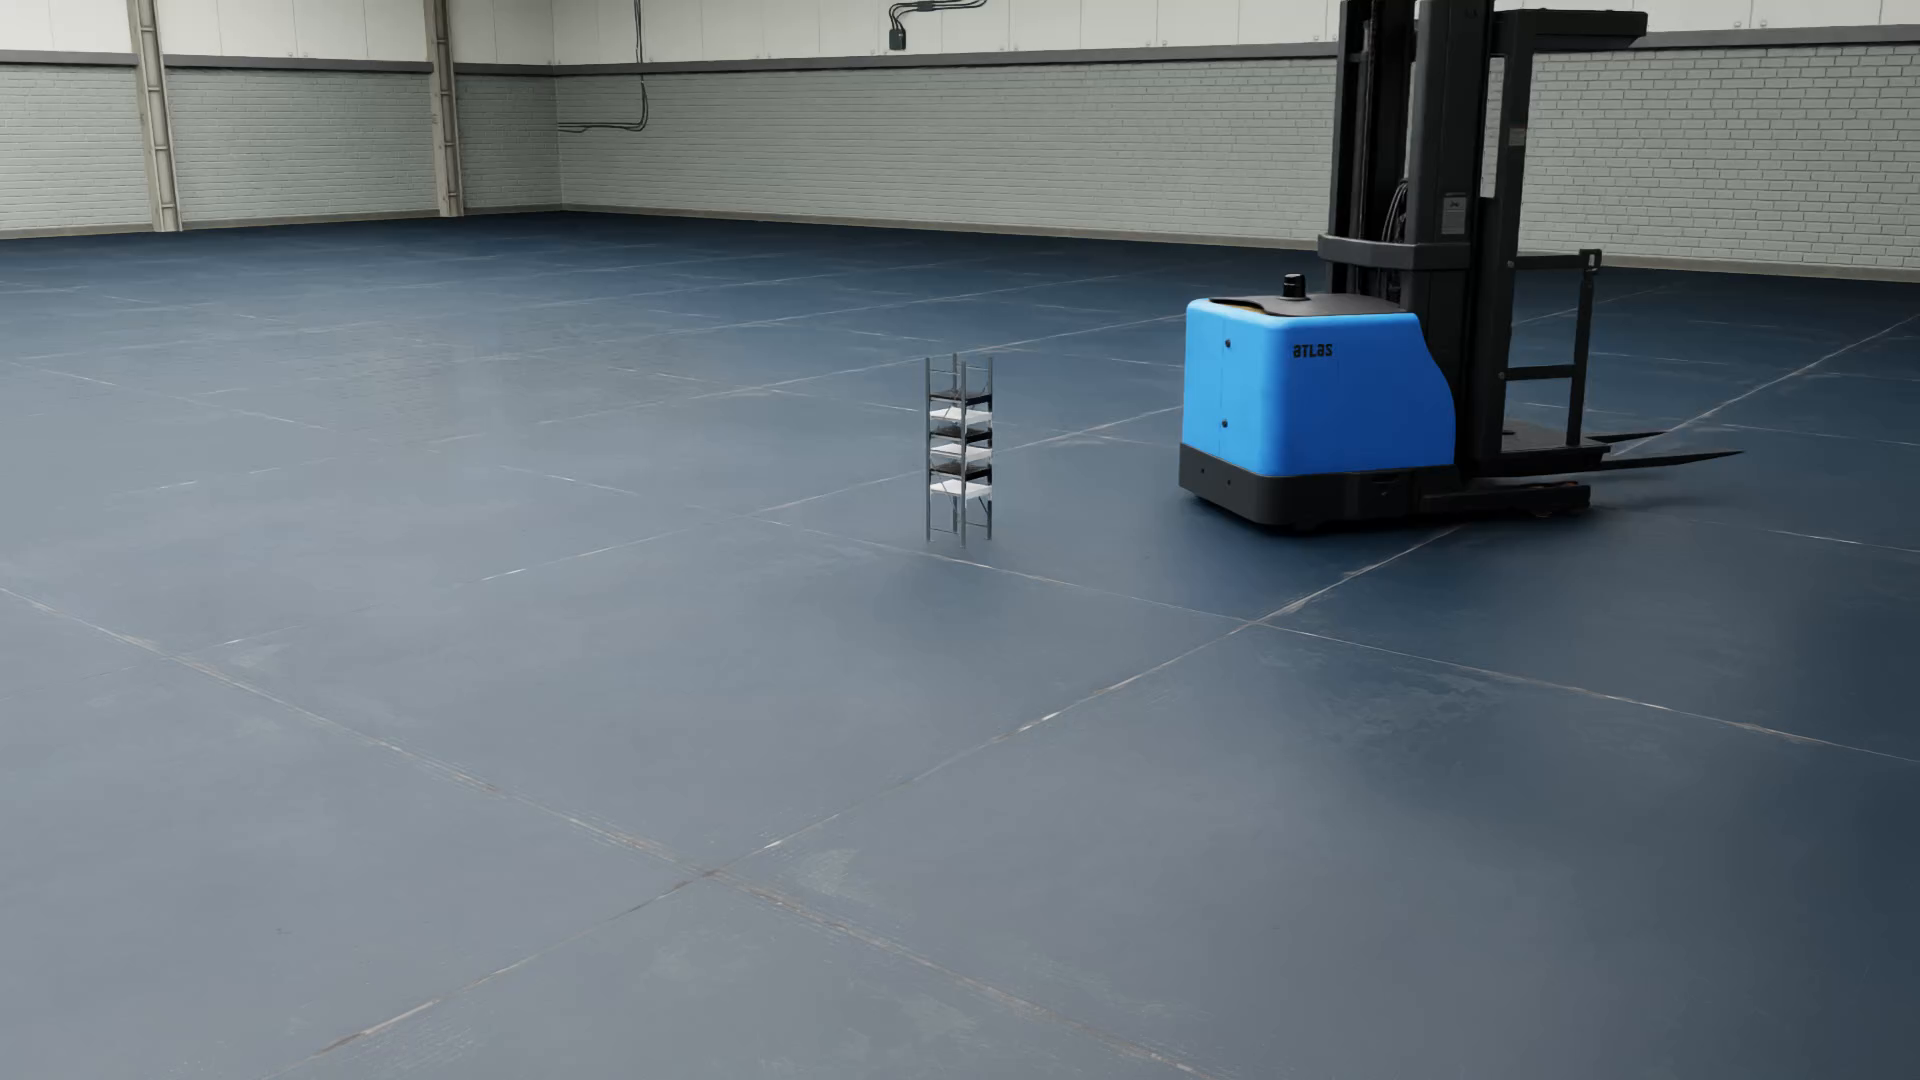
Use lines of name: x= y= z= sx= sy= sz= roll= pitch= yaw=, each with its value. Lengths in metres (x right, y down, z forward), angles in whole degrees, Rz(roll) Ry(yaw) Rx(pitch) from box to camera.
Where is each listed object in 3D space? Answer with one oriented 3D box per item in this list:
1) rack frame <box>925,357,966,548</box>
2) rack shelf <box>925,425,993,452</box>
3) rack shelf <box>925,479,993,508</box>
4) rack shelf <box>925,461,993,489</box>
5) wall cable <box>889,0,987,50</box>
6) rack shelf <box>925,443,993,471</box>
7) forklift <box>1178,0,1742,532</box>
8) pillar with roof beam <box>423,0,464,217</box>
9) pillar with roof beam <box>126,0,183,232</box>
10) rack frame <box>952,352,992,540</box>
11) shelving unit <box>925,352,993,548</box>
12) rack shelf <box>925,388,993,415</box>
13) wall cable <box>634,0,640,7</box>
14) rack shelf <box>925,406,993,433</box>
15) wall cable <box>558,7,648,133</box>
rack frame: x=-0.069 y=-0.415 z=7.929 sx=0.240 sy=0.900 sz=0.006 roll=11 pitch=18 yaw=38
rack shelf: x=-0.005 y=-0.490 z=7.992 sx=0.258 sy=0.077 sz=0.200 roll=11 pitch=18 yaw=38
rack shelf: x=-0.005 y=-0.228 z=8.059 sx=0.258 sy=0.077 sz=0.200 roll=11 pitch=18 yaw=38
rack shelf: x=-0.005 y=-0.315 z=8.036 sx=0.258 sy=0.077 sz=0.200 roll=11 pitch=18 yaw=38
wall cable: x=-0.366 y=-11.659 z=28.834 sx=2.305 sy=6.003 sz=0.169 roll=11 pitch=18 yaw=38
rack shelf: x=-0.005 y=-0.402 z=8.014 sx=0.258 sy=0.077 sz=0.200 roll=11 pitch=18 yaw=38
forklift: x=2.756 y=-1.654 z=8.680 sx=3.031 sy=2.935 sz=1.130 roll=-5 pitch=15 yaw=-17
pillar with roof beam: x=-7.271 y=-10.457 z=31.010 sx=9.100 sy=9.000 sz=0.400 roll=11 pitch=18 yaw=38
pillar with roof beam: x=-11.042 y=-9.308 z=26.487 sx=9.100 sy=9.000 sz=0.400 roll=11 pitch=18 yaw=38
rack frame: x=0.059 y=-0.454 z=8.083 sx=0.240 sy=0.900 sz=0.006 roll=11 pitch=18 yaw=38
shelving unit: x=-0.005 y=-0.435 z=8.006 sx=0.258 sy=0.900 sz=0.210 roll=11 pitch=18 yaw=38
rack shelf: x=-0.005 y=-0.664 z=7.948 sx=0.258 sy=0.077 sz=0.200 roll=11 pitch=18 yaw=38
wall cable: x=-5.636 y=-12.007 z=33.160 sx=3.097 sy=2.526 sz=0.112 roll=11 pitch=18 yaw=38
rack shelf: x=-0.005 y=-0.577 z=7.970 sx=0.258 sy=0.077 sz=0.200 roll=11 pitch=18 yaw=38
wall cable: x=-7.740 y=-9.978 z=35.430 sx=3.097 sy=2.526 sz=0.112 roll=11 pitch=18 yaw=38
